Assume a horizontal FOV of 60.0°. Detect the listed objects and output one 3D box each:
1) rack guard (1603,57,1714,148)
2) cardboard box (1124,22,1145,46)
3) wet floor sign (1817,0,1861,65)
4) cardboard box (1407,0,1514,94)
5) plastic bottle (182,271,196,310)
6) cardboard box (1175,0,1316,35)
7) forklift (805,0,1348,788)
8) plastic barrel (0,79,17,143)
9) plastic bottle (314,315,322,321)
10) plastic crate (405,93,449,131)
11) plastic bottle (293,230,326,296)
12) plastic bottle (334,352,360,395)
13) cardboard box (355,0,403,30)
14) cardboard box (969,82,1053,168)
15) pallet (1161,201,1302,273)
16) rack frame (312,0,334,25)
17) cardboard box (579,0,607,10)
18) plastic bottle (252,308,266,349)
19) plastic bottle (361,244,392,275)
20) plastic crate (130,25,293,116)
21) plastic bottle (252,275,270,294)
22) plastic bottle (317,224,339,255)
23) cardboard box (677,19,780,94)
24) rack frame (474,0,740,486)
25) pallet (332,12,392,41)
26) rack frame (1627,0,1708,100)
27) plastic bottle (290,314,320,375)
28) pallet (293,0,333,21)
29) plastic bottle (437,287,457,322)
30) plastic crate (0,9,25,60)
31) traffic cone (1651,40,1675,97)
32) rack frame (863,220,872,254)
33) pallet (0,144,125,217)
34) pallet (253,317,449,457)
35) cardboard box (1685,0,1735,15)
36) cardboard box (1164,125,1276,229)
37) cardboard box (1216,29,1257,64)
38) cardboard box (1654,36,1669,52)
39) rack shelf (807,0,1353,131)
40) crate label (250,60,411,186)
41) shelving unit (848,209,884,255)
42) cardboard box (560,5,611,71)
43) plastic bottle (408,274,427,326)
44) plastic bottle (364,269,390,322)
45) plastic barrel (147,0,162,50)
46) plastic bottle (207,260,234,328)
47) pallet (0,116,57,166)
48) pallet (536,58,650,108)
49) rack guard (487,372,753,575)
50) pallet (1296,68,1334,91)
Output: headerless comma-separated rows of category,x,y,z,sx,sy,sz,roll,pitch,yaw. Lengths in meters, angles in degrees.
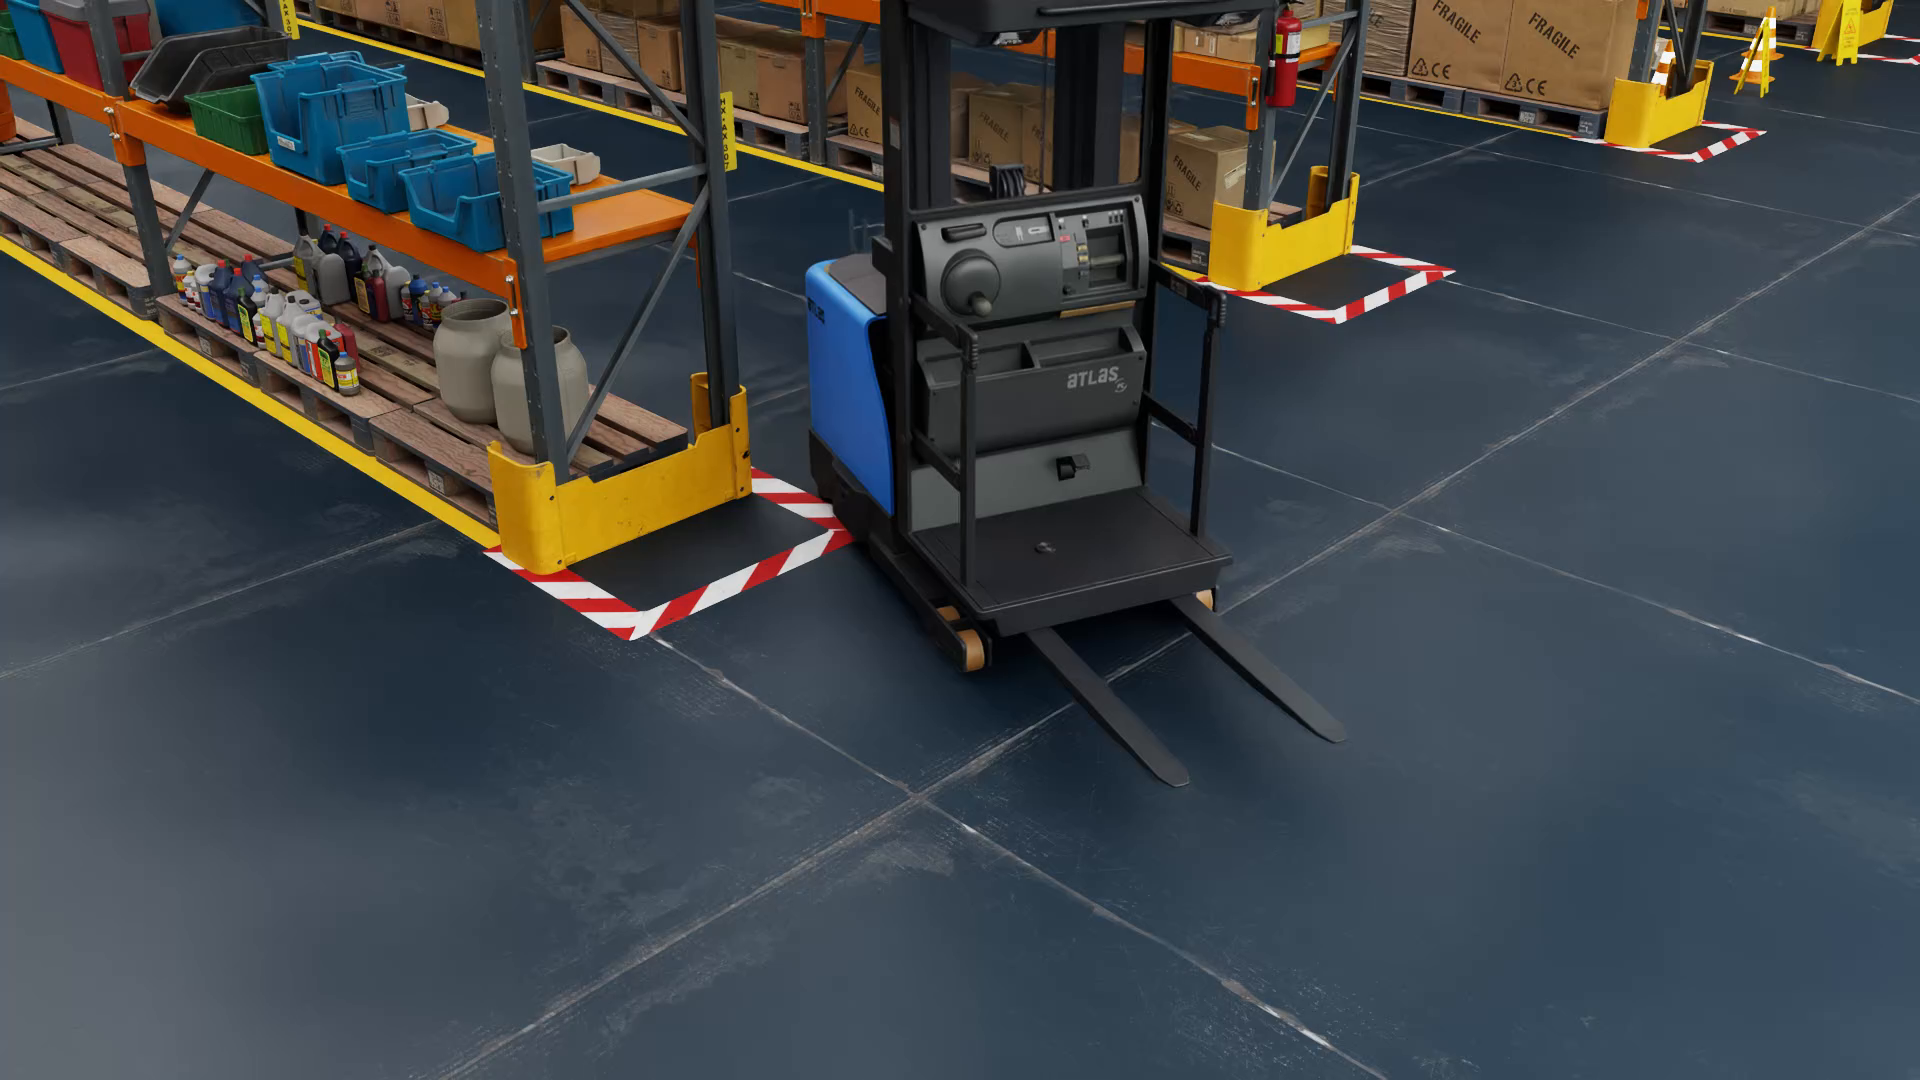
rack guard,5.662,-3.551,13.466,0.348,0.500,1.175,25,36,38
cardboard box,1.188,-3.198,10.379,0.250,0.149,0.380,25,36,38
wet floor sign,8.429,-4.882,15.840,0.267,0.644,0.232,-13,30,-22
cardboard box,4.486,-4.396,14.219,0.875,0.875,0.875,24,36,38
plastic bottle,-4.237,-1.387,9.199,0.097,0.201,0.097,0,28,0
cardboard box,1.723,-3.416,10.097,0.500,0.500,0.875,25,36,38
forklift,0.370,-1.022,6.044,1.130,2.935,3.031,-12,30,-21
plastic barrel,-7.442,-3.398,12.370,0.708,0.830,0.600,25,36,38
plastic bottle,-3.321,-1.062,8.580,0.097,0.201,0.097,0,28,0
plastic crate,-2.894,-2.151,8.401,0.437,0.136,0.530,25,36,38
plastic bottle,-3.669,-1.573,9.393,0.185,0.351,0.144,25,36,38
plastic bottle,-2.994,-0.818,8.117,0.097,0.201,0.097,0,28,0
cardboard box,-5.353,-5.719,16.736,0.875,0.875,1.225,23,36,37
cardboard box,0.412,-2.932,11.837,0.500,0.500,0.500,21,34,34
pallet,1.487,-2.119,11.054,1.213,0.211,1.003,25,36,38
rack frame,-6.461,-6.967,17.278,0.127,3.000,1.000,25,36,38
cardboard box,-3.110,-4.874,14.703,0.500,0.250,0.500,-24,36,-37
plastic bottle,-3.624,-1.107,8.666,0.097,0.201,0.097,0,28,0
plastic bottle,-3.201,-1.453,9.164,0.185,0.351,0.144,24,36,38
plastic crate,-3.945,-2.473,8.797,0.504,0.338,0.767,25,36,38
plastic bottle,-3.756,-1.292,8.943,0.097,0.271,0.097,0,28,0
plastic bottle,-3.568,-1.621,9.484,0.185,0.351,0.144,23,36,37
cardboard box,-1.906,-3.997,13.842,0.500,0.500,0.700,21,34,34
rack frame,-1.377,-1.408,6.705,0.127,3.000,1.000,25,36,38
pallet,-5.858,-5.506,17.495,1.213,0.211,1.003,25,36,38
rack frame,5.645,-4.665,12.899,0.127,3.000,1.000,25,36,38
plastic bottle,-3.253,-0.988,8.359,0.135,0.276,0.152,23,36,37
pallet,-6.949,-6.007,18.448,1.213,0.211,1.003,25,36,38
plastic bottle,-2.696,-1.202,8.772,0.097,0.271,0.097,0,28,0
plastic crate,-5.669,-3.094,10.139,0.662,0.188,0.450,25,36,38
traffic cone,6.262,-4.187,14.715,0.334,0.463,0.336,25,36,38
rack frame,-0.314,-0.900,7.663,0.240,1.200,0.006,-11,29,-21
pallet,-6.556,-2.519,11.813,1.213,0.211,1.003,25,36,38
pallet,-2.905,-0.848,8.636,1.213,0.211,1.003,25,36,38
cardboard box,7.915,-5.656,17.286,0.500,0.250,0.500,25,37,39
cardboard box,1.662,-2.341,10.713,0.500,0.500,0.500,-18,33,-30
cardboard box,1.748,-2.965,9.936,0.250,0.149,0.380,25,36,38
cardboard box,6.693,-4.836,16.287,0.380,0.149,0.250,-7,29,-14
rack shelf,0.669,-3.386,11.240,4.000,0.370,1.077,25,36,38
crate label,-2.879,-1.935,7.668,0.616,0.435,0.502,25,36,38
shelving unit,-0.351,-0.937,7.738,0.258,1.200,0.189,-11,29,-21
cardboard box,-3.117,-4.539,14.872,0.500,0.500,0.700,22,35,36
plastic bottle,-2.912,-1.301,8.960,0.097,0.271,0.097,0,28,0
plastic bottle,-3.162,-1.333,9.009,0.133,0.283,0.061,25,36,38
plastic barrel,-4.758,-3.158,9.888,0.433,0.535,0.433,0,28,0
plastic bottle,-3.945,-1.335,8.939,0.144,0.351,0.185,-24,36,-38
pallet,-7.673,-3.028,12.781,1.213,0.211,1.003,25,36,38
pallet,-3.053,-4.173,14.958,1.213,0.211,1.003,25,36,38
rack guard,-1.464,-0.311,7.304,0.348,0.500,1.175,25,36,38
pallet,3.280,-4.462,15.509,1.213,0.211,1.003,25,36,38
